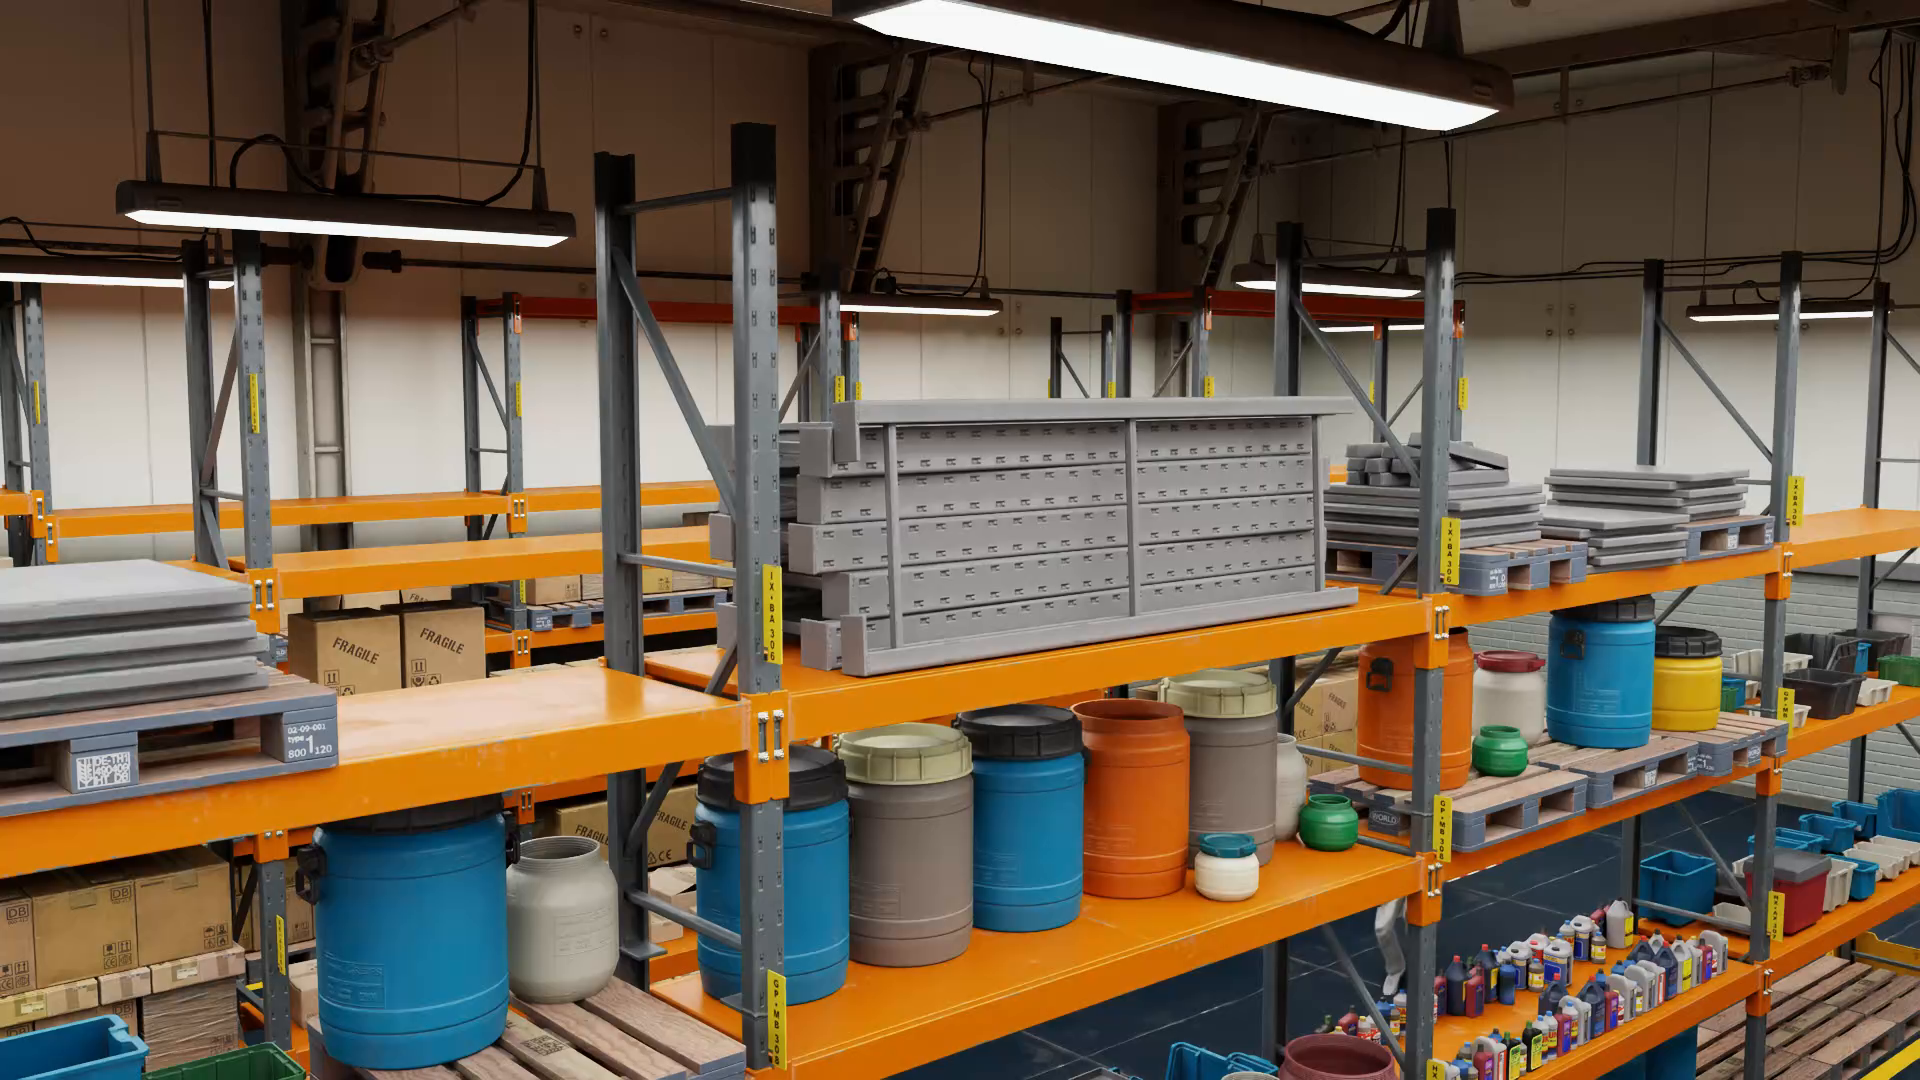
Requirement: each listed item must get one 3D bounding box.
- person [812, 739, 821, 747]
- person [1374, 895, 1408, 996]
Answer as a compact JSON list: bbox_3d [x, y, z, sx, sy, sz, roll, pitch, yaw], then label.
[{"bbox_3d":[-1.344,2.741,16.173,0.614,1.628,0.565,5,7,41],"label":"person"},{"bbox_3d":[3.794,2.967,14.145,0.712,1.792,0.792,3,6,31],"label":"person"}]
